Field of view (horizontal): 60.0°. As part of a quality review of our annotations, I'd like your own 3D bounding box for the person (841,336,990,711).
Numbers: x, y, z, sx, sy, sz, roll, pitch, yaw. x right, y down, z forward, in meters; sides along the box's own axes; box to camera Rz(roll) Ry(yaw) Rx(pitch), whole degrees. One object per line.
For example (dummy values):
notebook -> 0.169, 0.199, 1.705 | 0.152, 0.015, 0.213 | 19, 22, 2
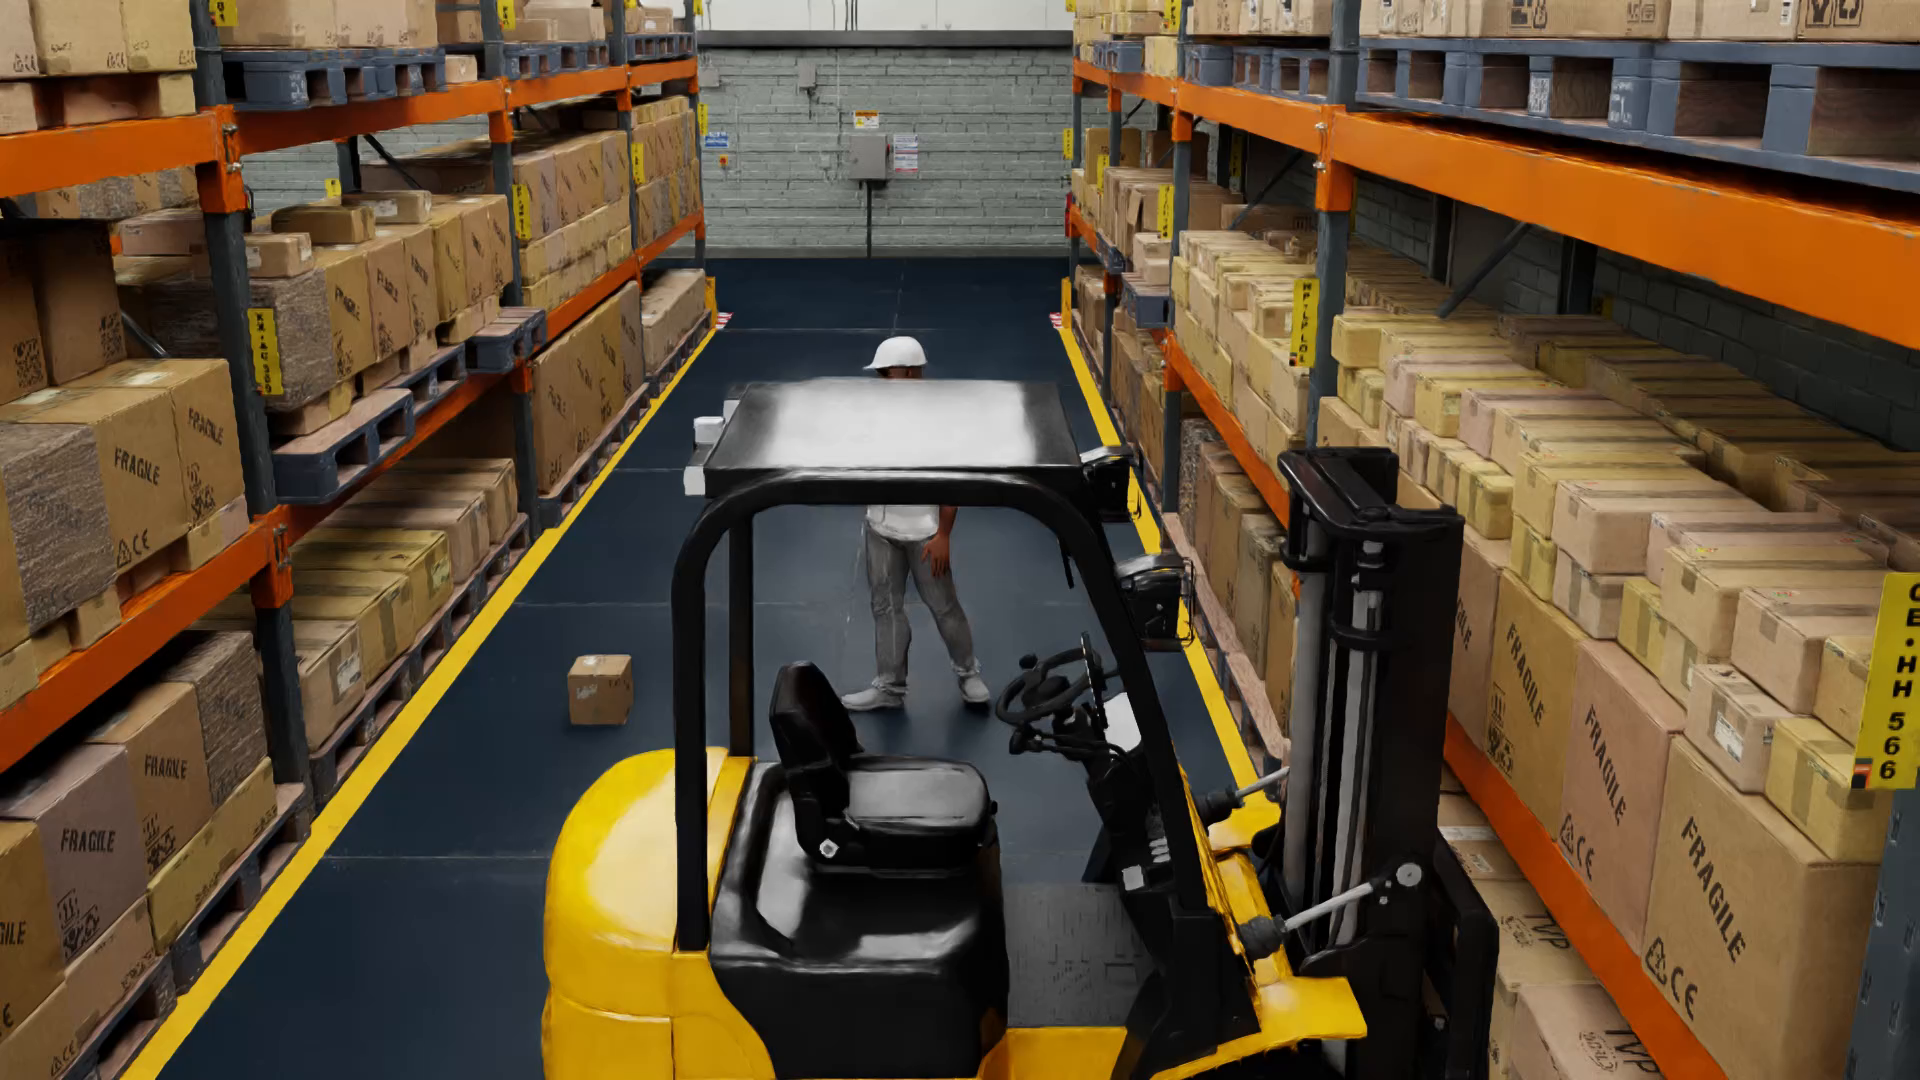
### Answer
person -> -0.223, -0.067, 7.722 | 0.641, 1.761, 0.669 | -16, 23, -42
